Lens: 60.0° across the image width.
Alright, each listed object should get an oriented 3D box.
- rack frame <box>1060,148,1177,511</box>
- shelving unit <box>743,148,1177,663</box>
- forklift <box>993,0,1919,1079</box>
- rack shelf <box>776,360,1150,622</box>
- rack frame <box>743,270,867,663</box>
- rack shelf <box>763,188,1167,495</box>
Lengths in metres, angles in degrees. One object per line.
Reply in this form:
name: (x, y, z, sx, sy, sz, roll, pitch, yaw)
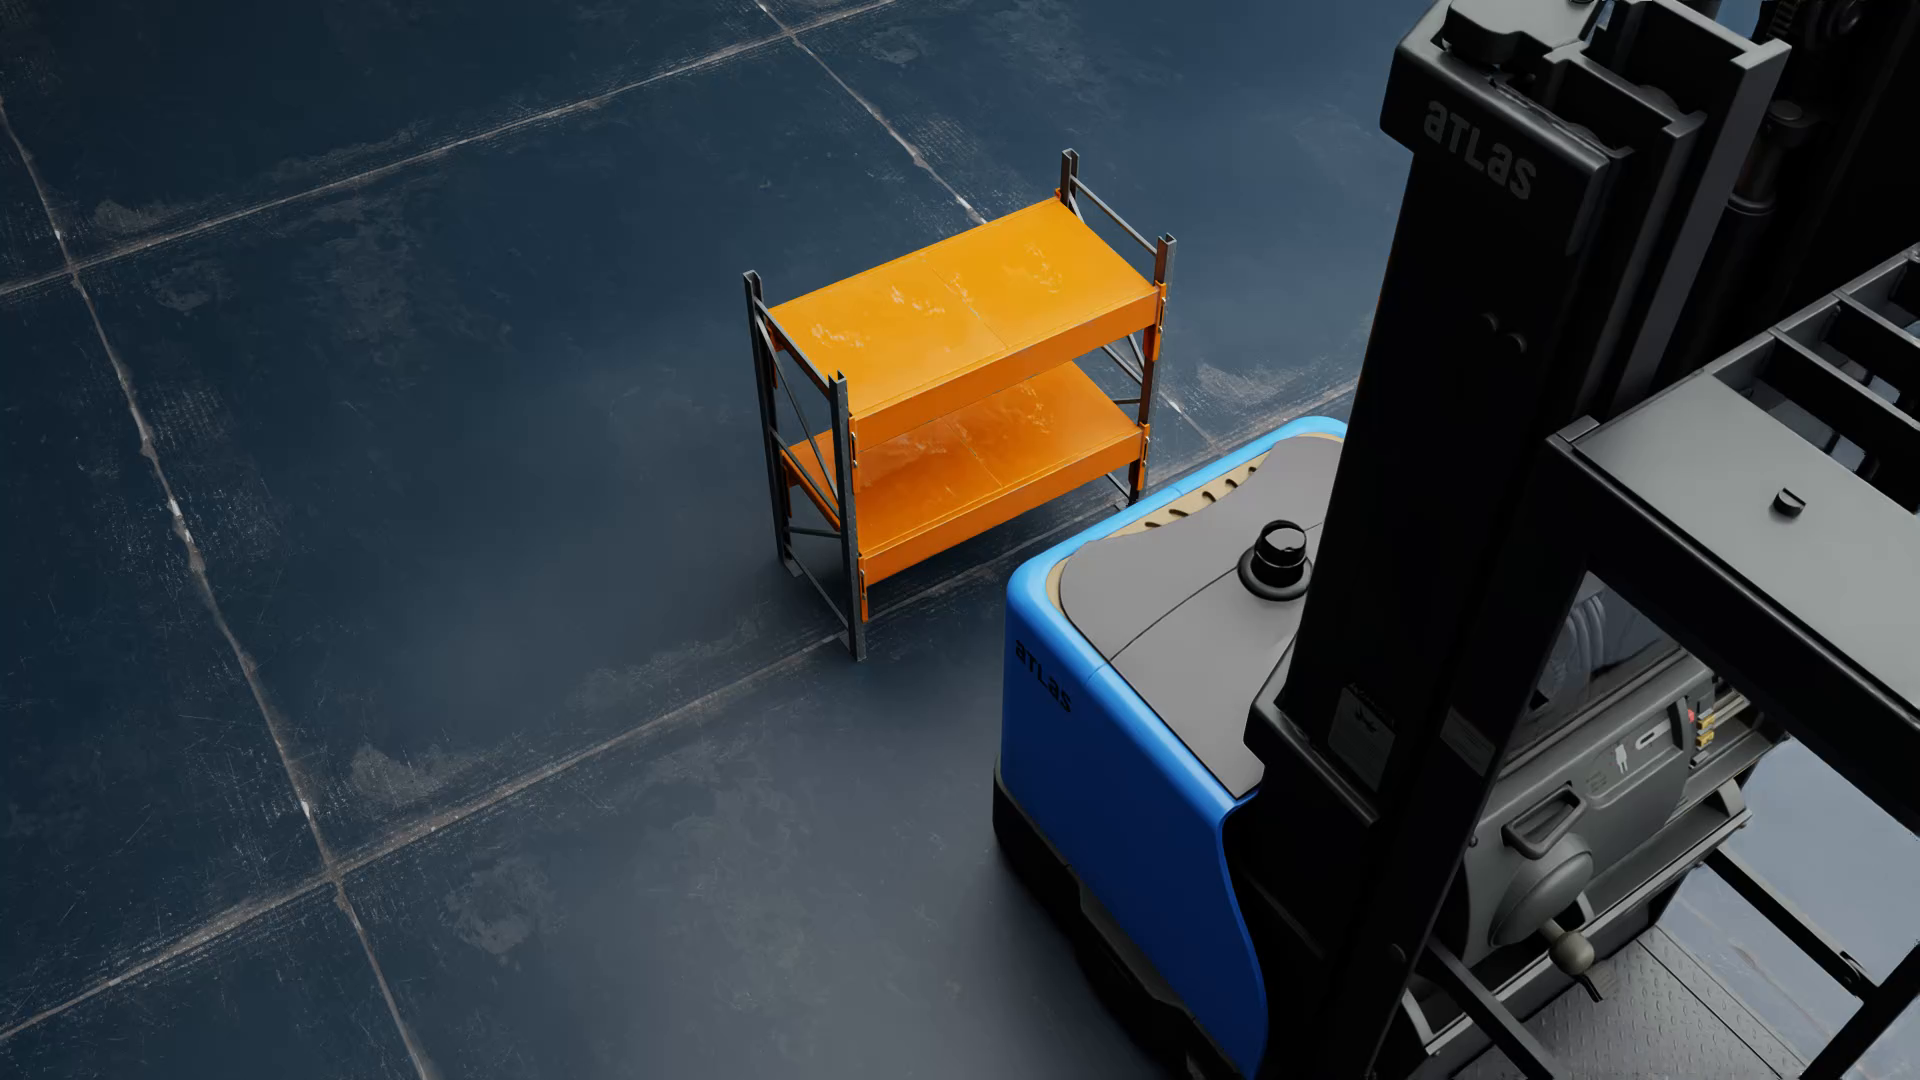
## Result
rack frame: (0.436, -0.579, 5.013, 0.032, 1.125, 0.500, -25, 53, -21)
shelving unit: (0.006, -0.377, 4.832, 1.048, 1.125, 0.538, -25, 53, -21)
forklift: (1.333, 0.521, 2.824, 1.130, 2.935, 3.031, -27, 54, -22)
rack shelf: (0.006, -0.214, 5.015, 1.000, 0.278, 0.538, -25, 53, -21)
rack frame: (-0.424, -0.174, 4.652, 0.032, 1.125, 0.500, -25, 53, -21)
rack shelf: (0.006, -0.571, 4.614, 1.000, 0.278, 0.538, -25, 53, -21)
